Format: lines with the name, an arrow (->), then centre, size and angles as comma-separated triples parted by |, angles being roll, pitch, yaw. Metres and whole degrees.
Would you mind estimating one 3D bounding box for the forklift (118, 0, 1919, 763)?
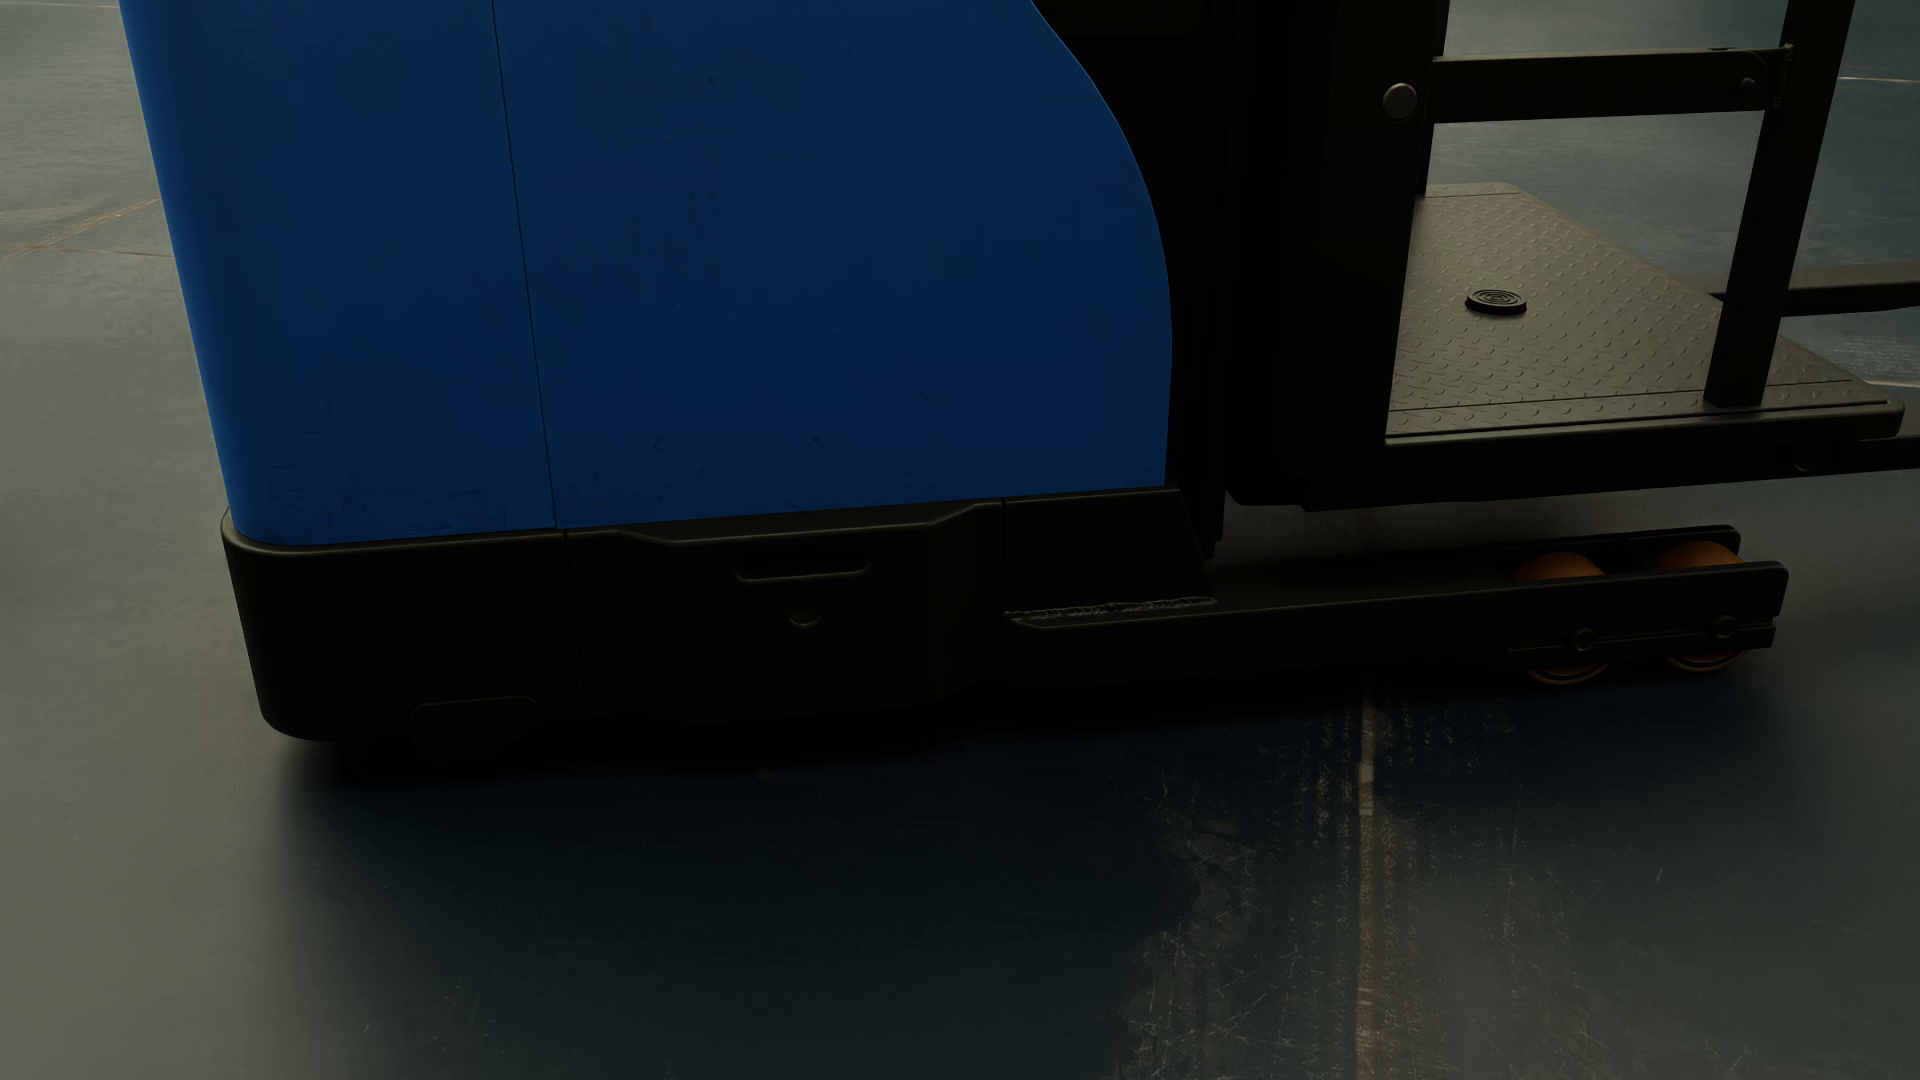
forklift -> 0.600, -1.354, 1.930 | 3.031, 2.935, 1.130 | -4, 27, -9
